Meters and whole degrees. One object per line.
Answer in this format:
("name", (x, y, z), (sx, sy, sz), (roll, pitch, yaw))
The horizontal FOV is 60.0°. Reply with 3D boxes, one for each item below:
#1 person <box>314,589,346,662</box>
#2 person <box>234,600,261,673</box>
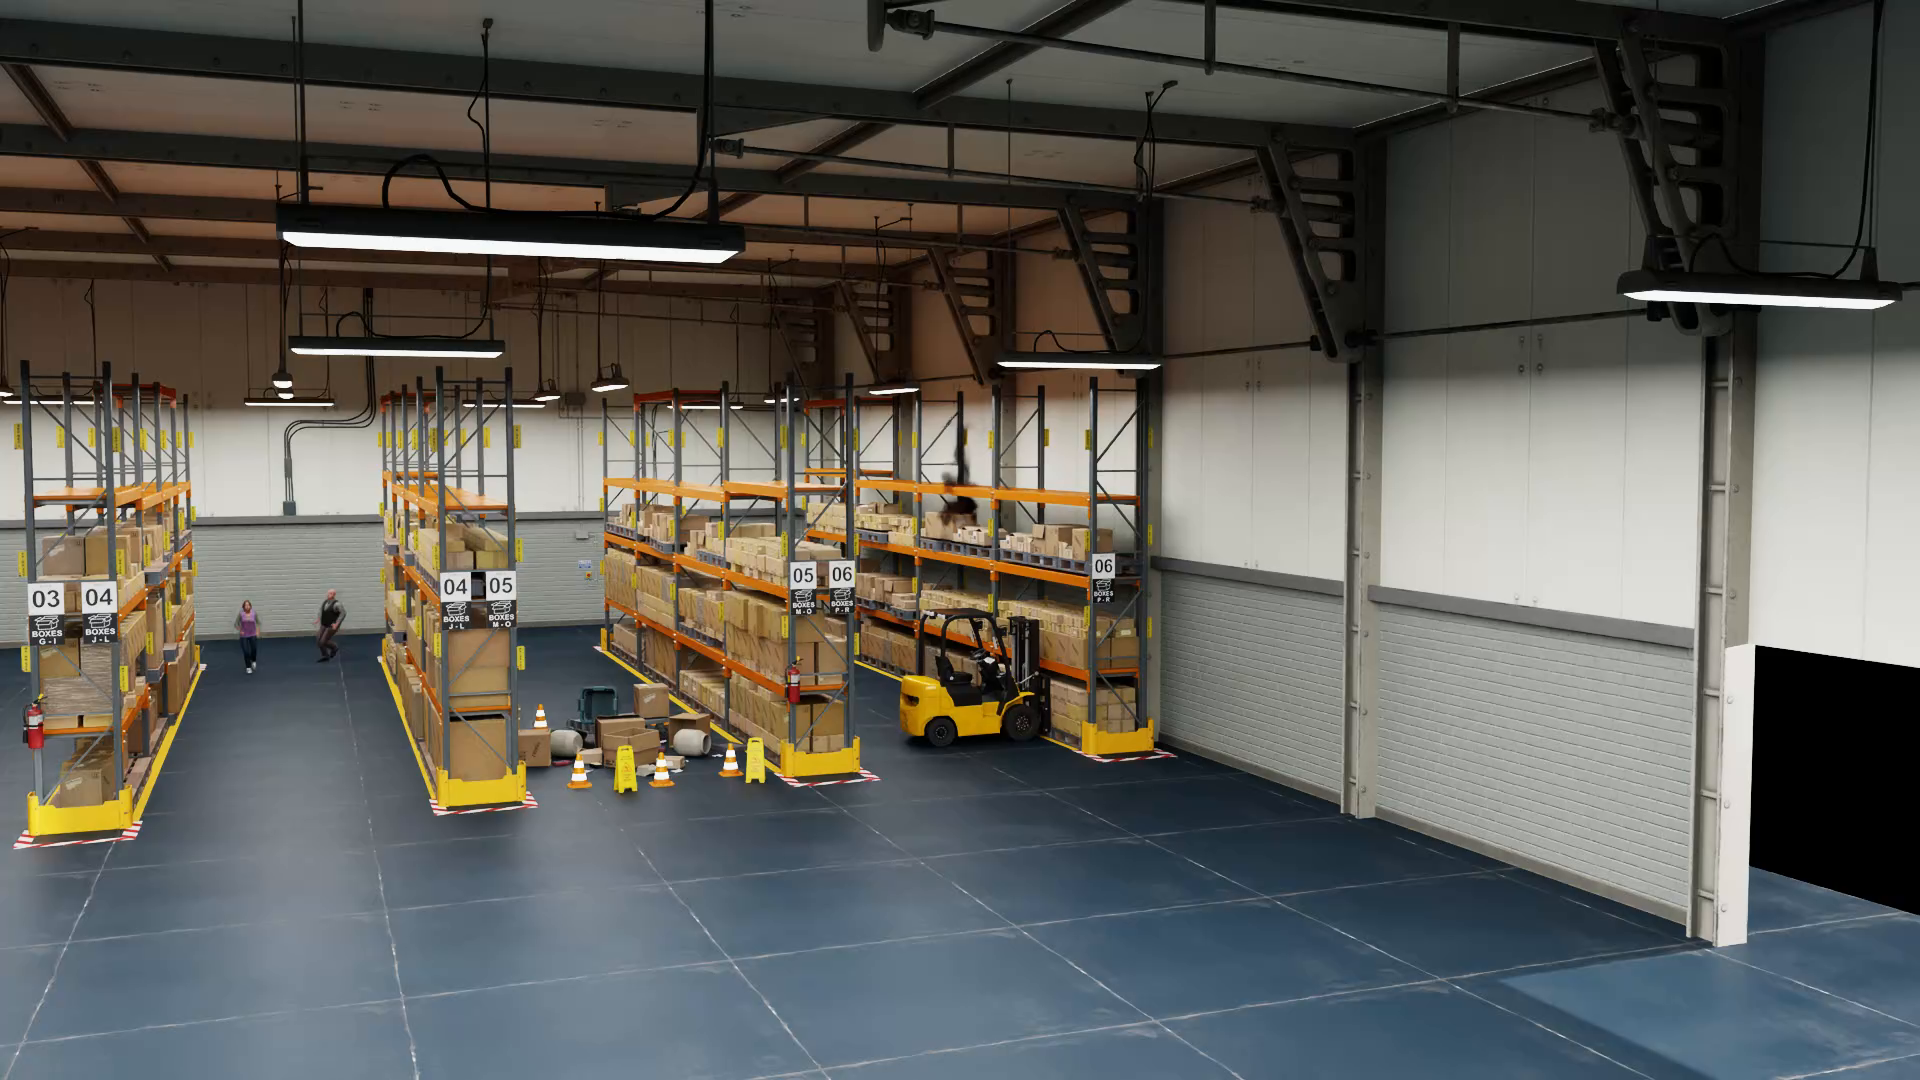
("person", (-14.176, 1.932, 37.402), (0.706, 1.657, 0.531), (2, 4, 26))
("person", (-15.261, 2.075, 35.643), (0.542, 1.565, 0.531), (-2, 4, -26))
